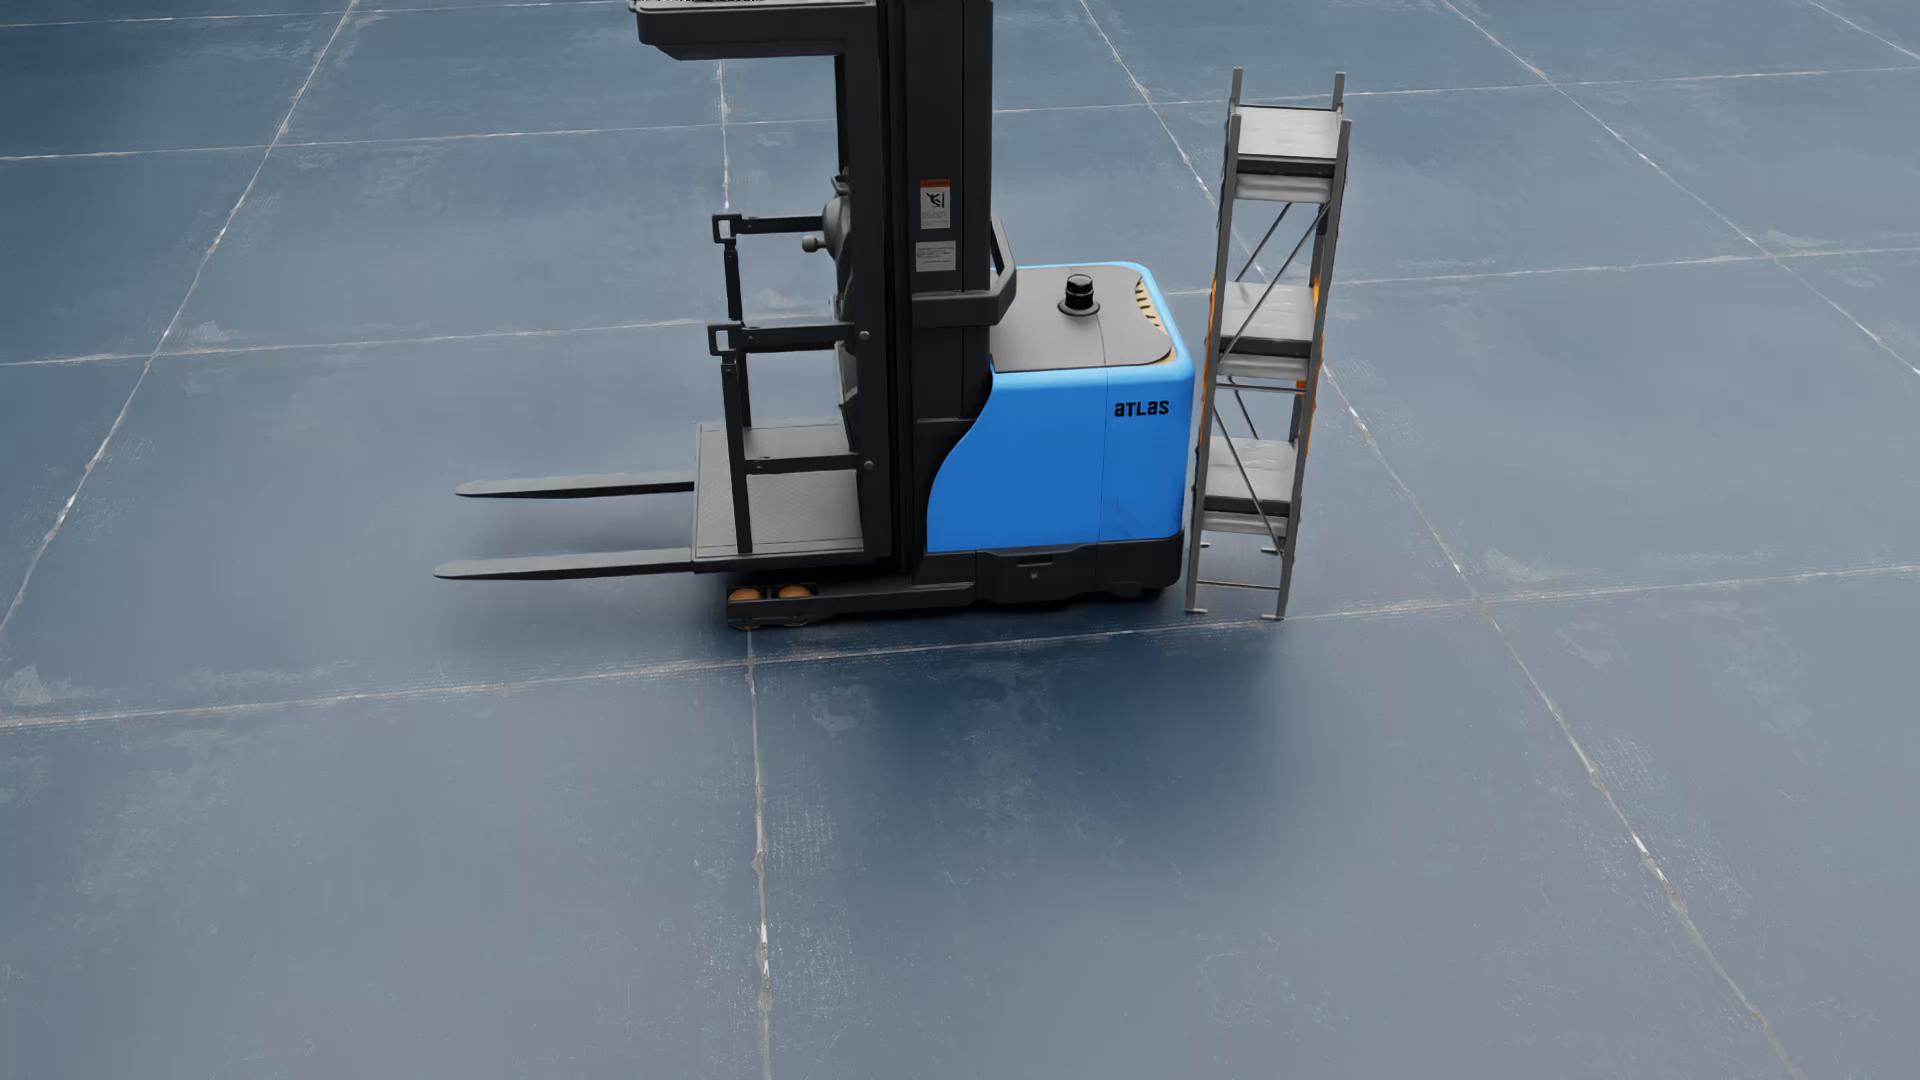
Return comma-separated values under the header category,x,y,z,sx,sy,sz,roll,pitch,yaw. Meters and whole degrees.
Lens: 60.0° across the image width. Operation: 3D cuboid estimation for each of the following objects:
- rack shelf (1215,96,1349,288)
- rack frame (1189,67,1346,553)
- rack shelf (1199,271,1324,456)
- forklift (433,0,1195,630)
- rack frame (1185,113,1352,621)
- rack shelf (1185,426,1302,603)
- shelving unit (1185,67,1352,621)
category,x,y,z,sx,sy,sz,roll,pitch,yaw
rack shelf,1.156,-1.264,6.021,0.431,0.518,0.480,5,35,7
rack frame,1.193,-0.832,6.606,0.400,2.100,0.015,5,35,7
rack shelf,1.157,-0.685,6.415,0.431,0.518,0.480,5,35,7
forklift,-0.635,-1.163,6.353,3.031,2.935,1.130,-3,34,-5
rack frame,1.121,-0.561,6.208,0.400,2.100,0.015,5,35,7
rack shelf,1.158,-0.107,6.809,0.431,0.518,0.480,5,35,7
shelving unit,1.157,-0.696,6.407,0.431,2.100,0.503,5,35,7
